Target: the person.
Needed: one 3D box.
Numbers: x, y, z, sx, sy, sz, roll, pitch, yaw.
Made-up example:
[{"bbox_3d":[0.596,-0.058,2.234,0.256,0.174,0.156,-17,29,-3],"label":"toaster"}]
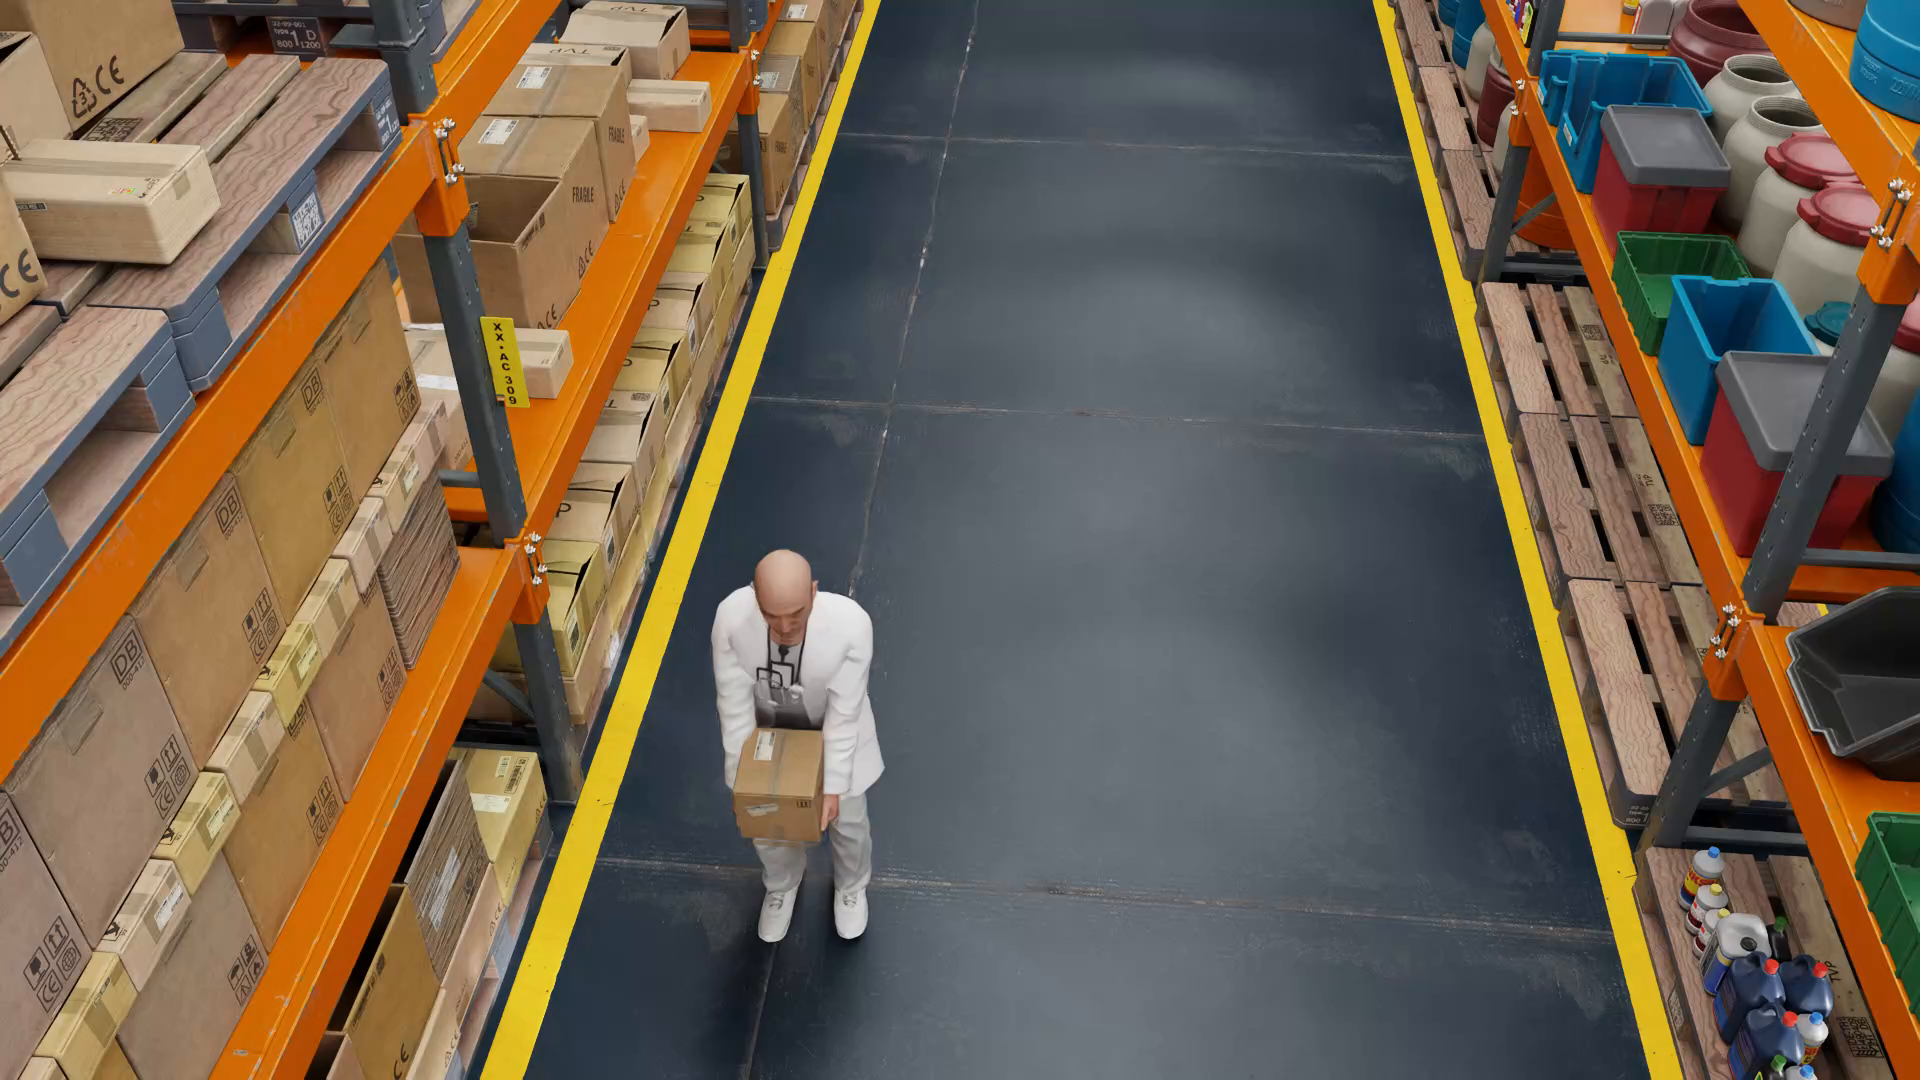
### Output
[{"bbox_3d":[-0.527,0.670,5.389,0.534,1.742,0.603,3,40,4],"label":"person"}]
